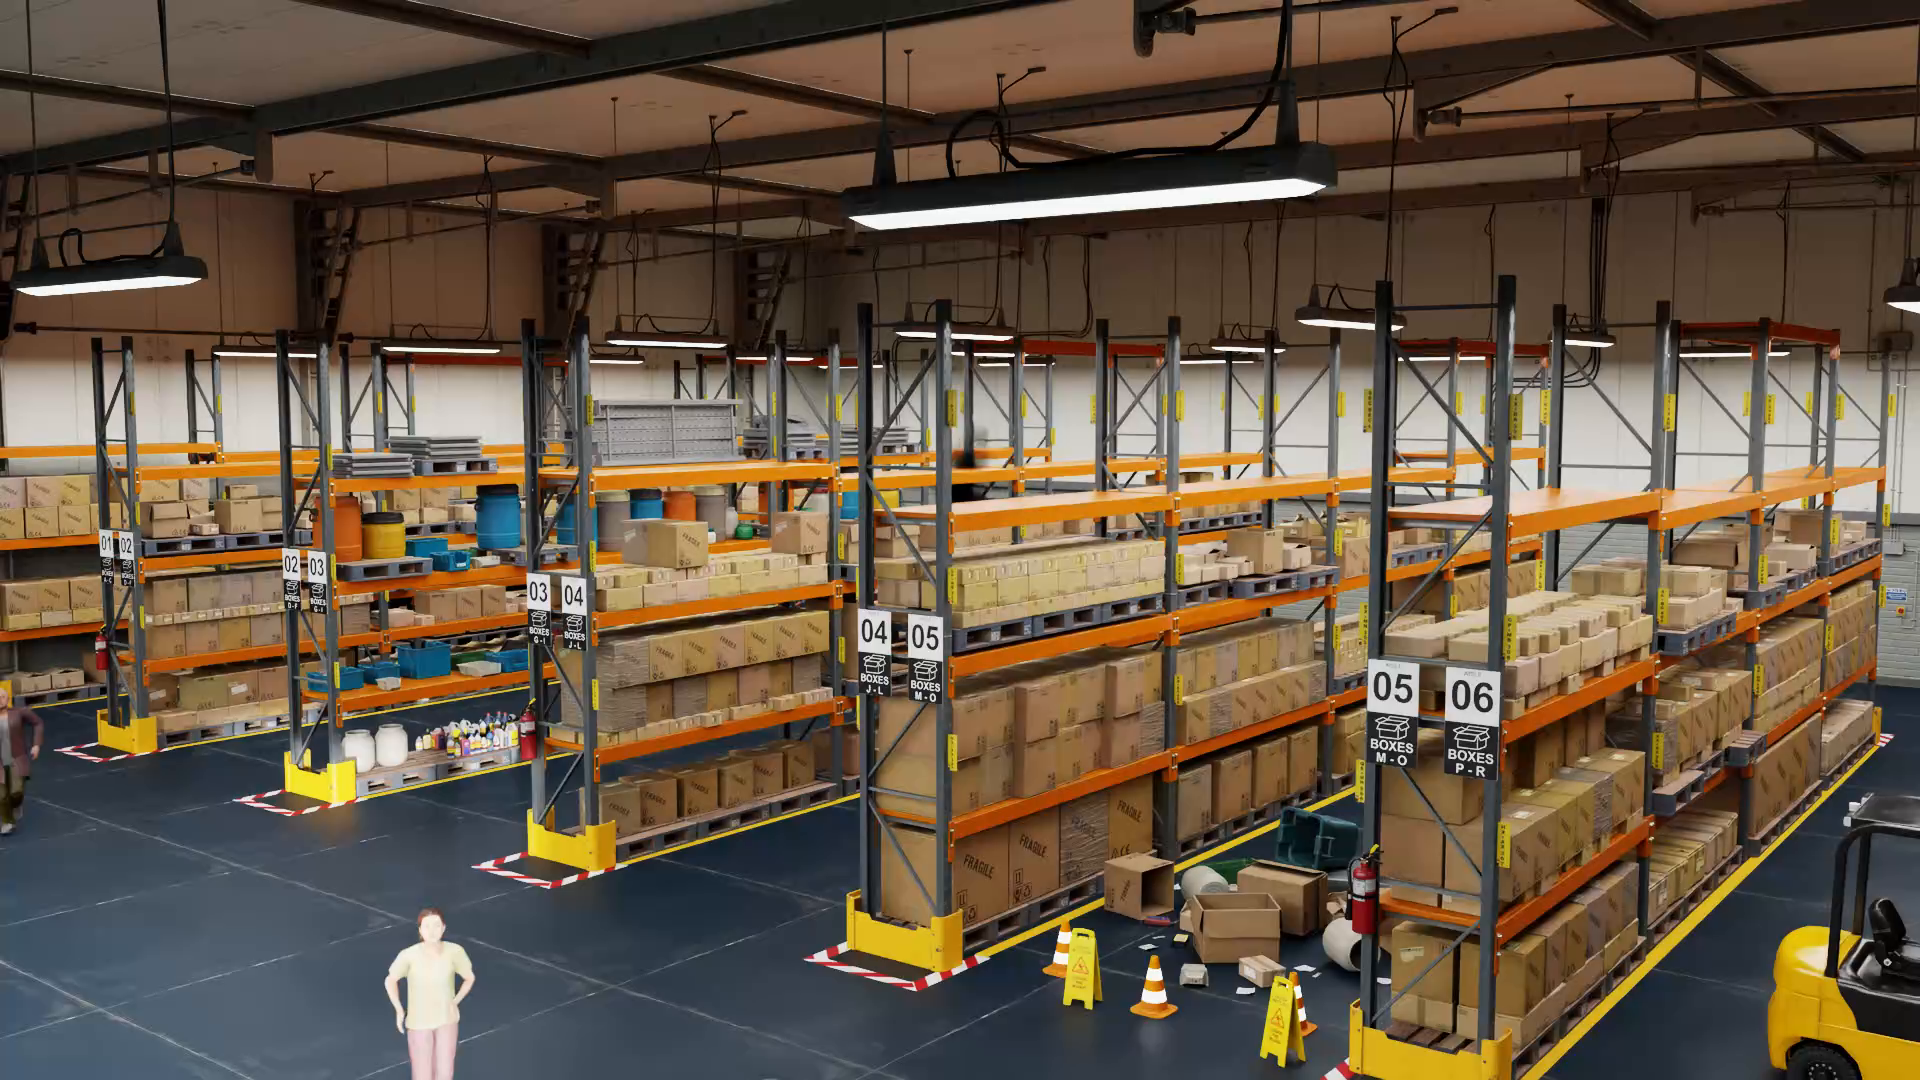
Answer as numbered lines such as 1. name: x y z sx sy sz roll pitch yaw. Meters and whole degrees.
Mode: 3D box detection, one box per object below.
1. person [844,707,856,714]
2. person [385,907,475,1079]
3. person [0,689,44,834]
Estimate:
1. person: -1.747 1.797 25.432 0.647 1.744 0.537 2 5 22
2. person: -3.670 3.349 11.568 0.596 1.624 0.597 -2 5 -23
3. person: -11.162 2.605 19.496 0.731 1.732 0.678 -2 5 -24
